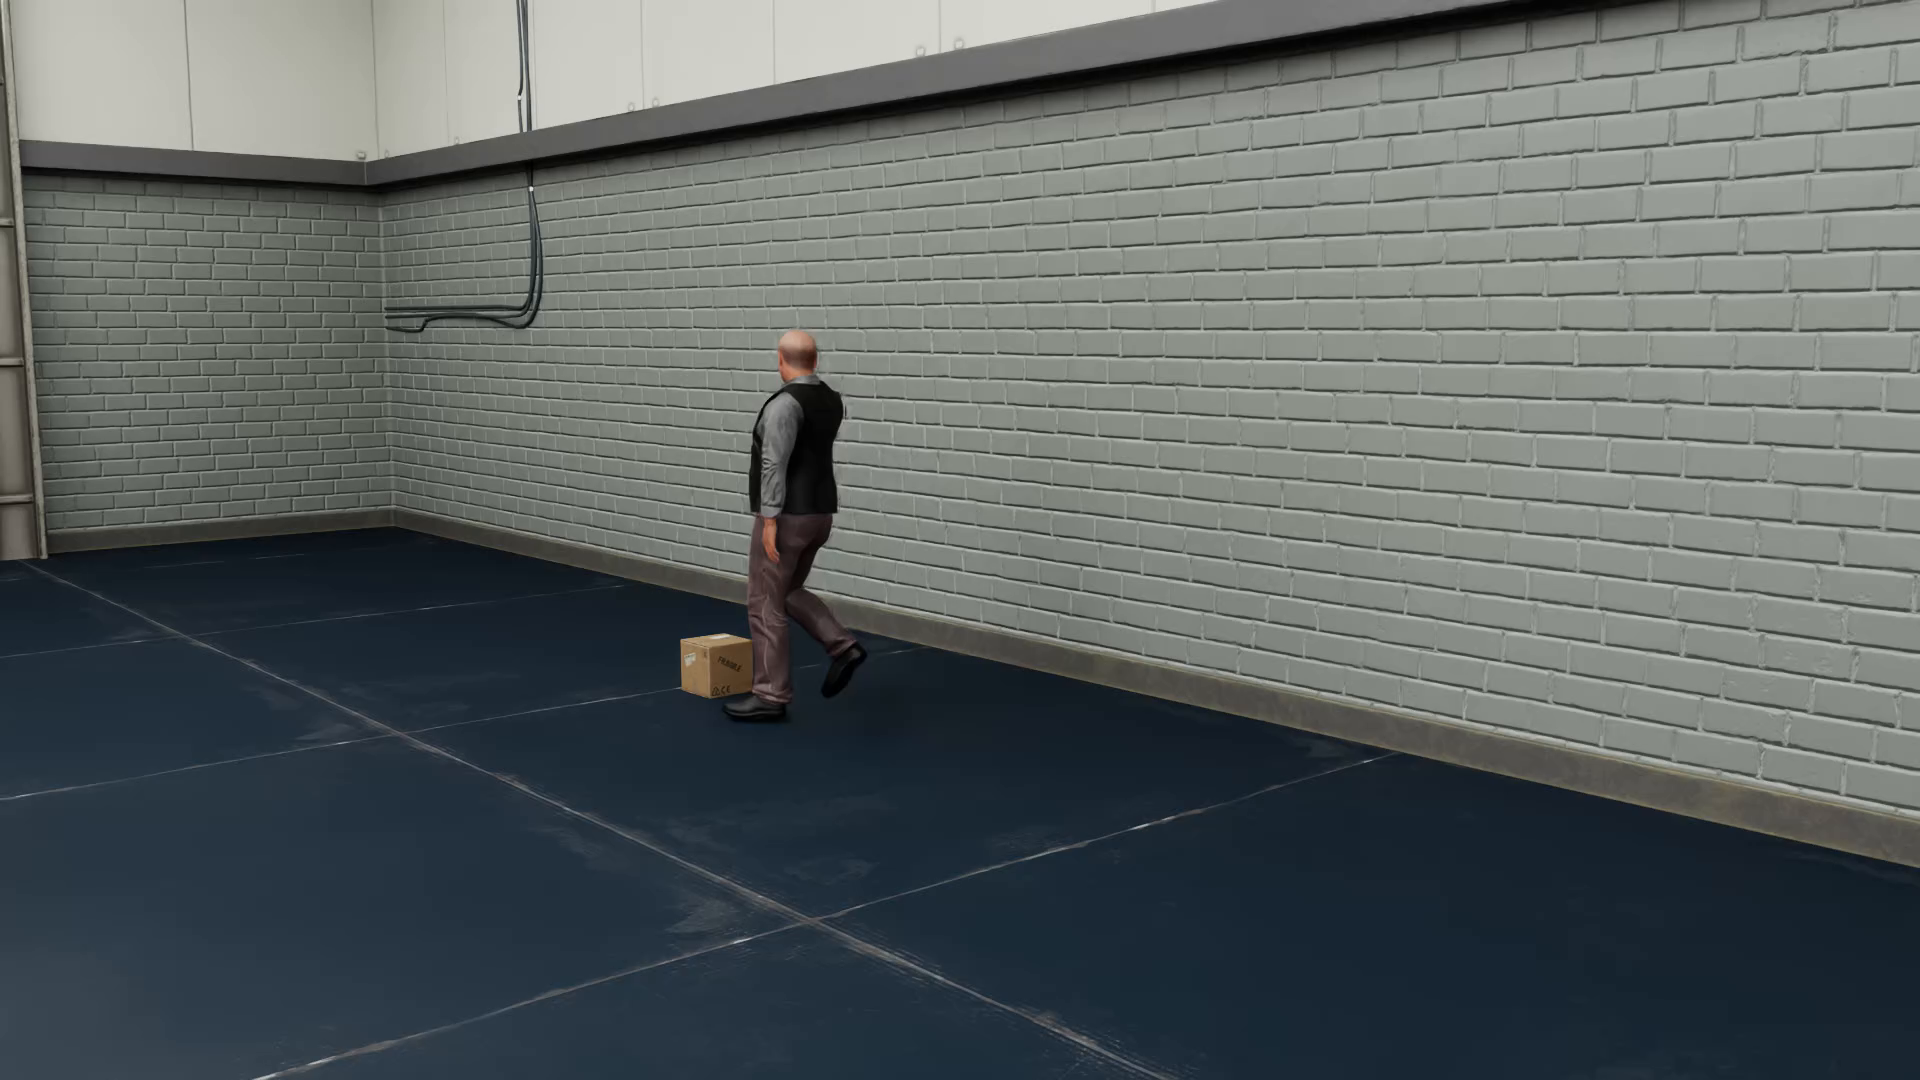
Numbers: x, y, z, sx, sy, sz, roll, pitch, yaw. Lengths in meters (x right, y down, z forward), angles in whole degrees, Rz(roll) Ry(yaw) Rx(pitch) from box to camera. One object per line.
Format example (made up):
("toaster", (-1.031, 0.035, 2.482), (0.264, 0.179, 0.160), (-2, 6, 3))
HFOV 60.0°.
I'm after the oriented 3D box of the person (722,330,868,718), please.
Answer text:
("person", (-0.727, -0.078, 7.437), (0.547, 1.707, 0.569), (3, 8, 22))
